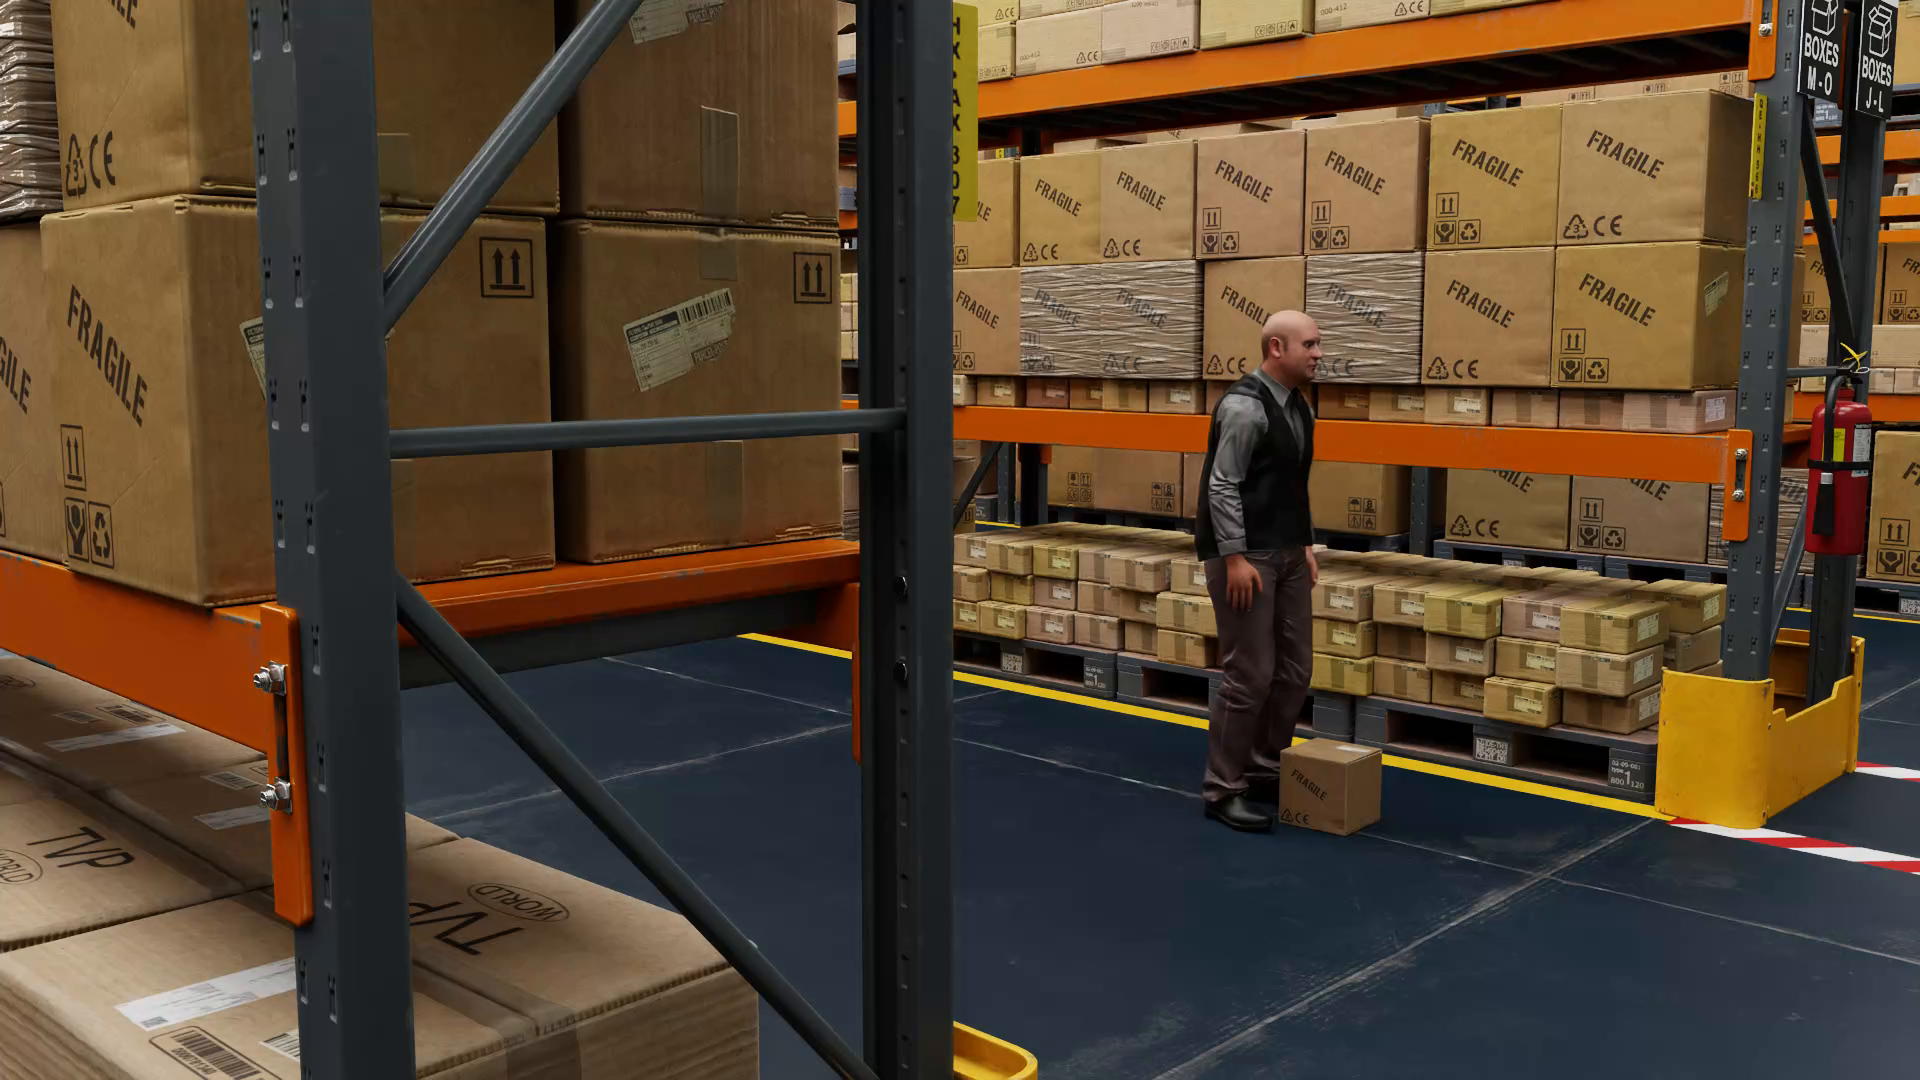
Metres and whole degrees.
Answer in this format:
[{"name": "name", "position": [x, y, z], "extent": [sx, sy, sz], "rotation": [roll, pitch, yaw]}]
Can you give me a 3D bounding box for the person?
[{"name": "person", "position": [1.032, 0.079, 5.705], "extent": [0.417, 1.721, 0.595], "rotation": [6, 9, 39]}]
